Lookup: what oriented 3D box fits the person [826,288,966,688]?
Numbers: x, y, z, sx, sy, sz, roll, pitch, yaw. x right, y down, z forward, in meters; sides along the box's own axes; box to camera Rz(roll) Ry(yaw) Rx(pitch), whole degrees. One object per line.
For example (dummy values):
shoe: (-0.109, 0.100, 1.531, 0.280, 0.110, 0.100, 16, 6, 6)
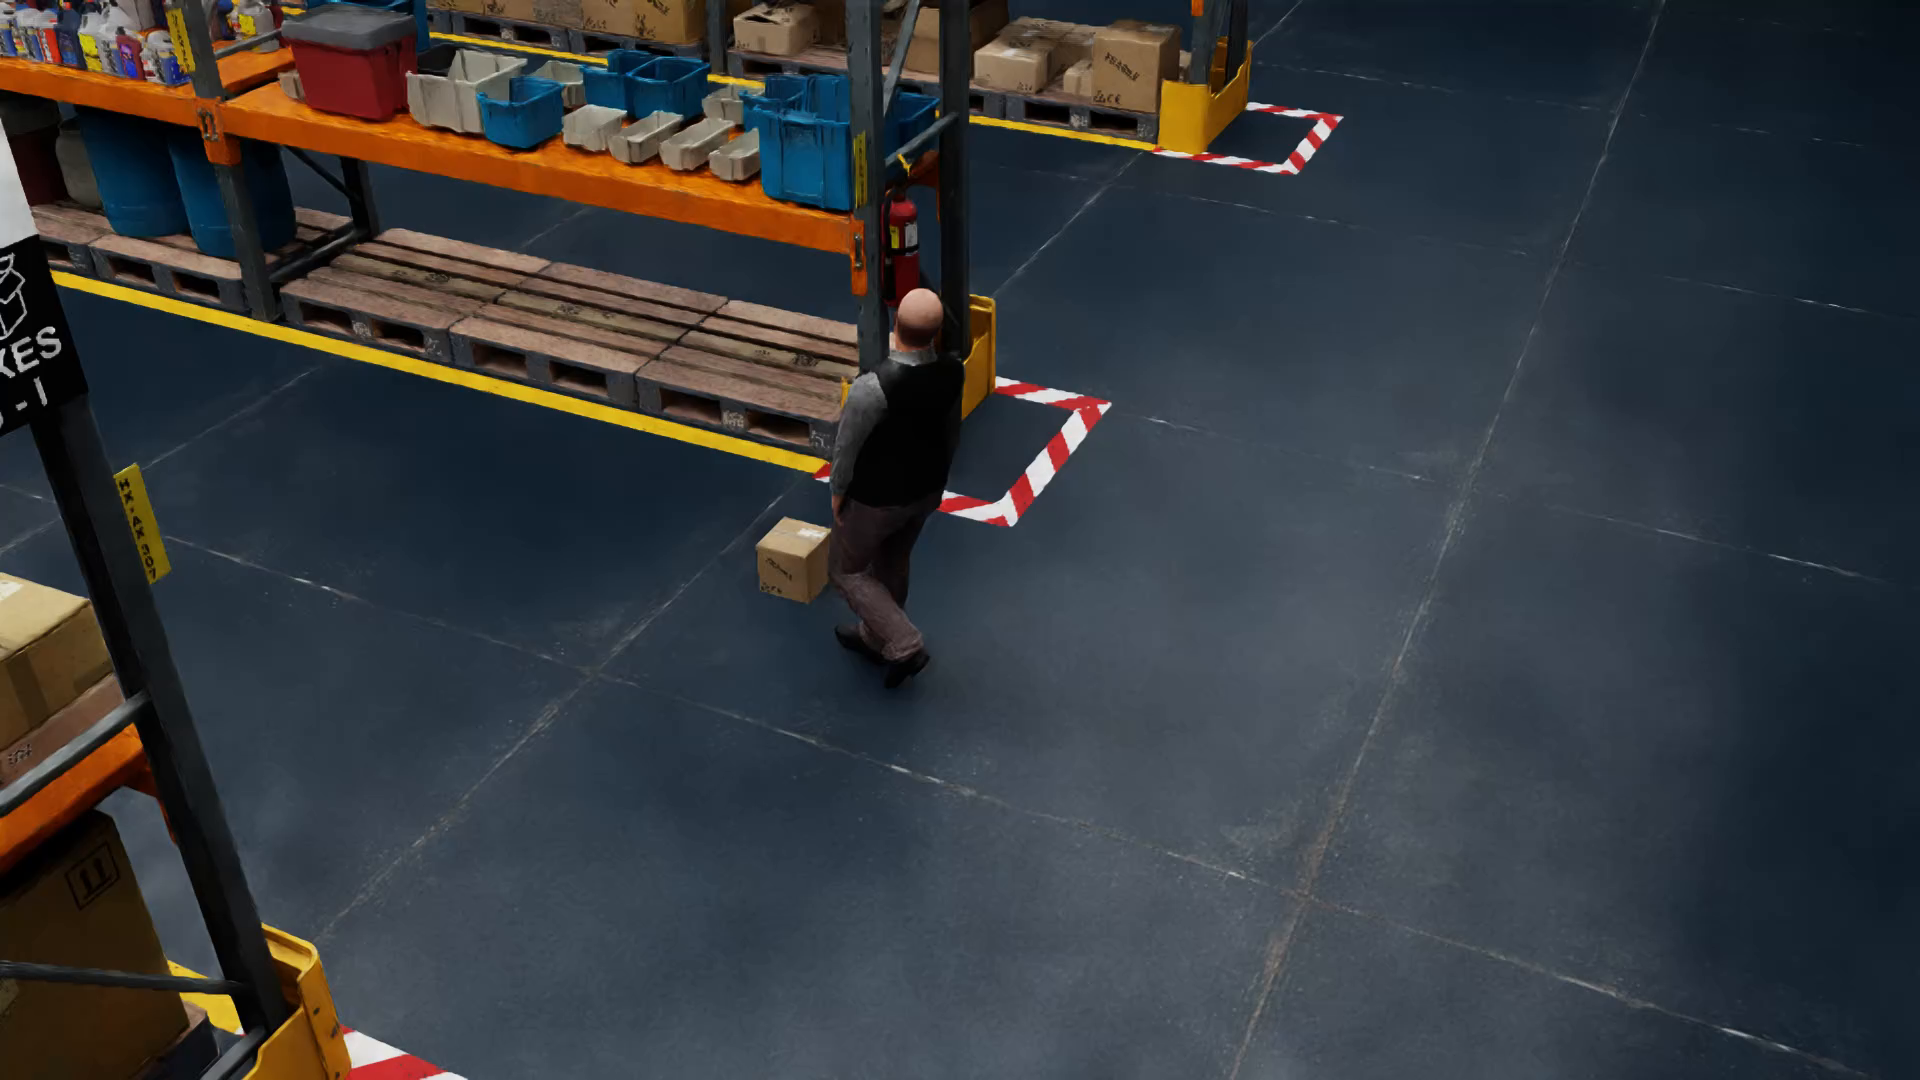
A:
person: (-0.263, -0.169, 6.512, 0.558, 1.615, 0.644, -28, 42, -35)
